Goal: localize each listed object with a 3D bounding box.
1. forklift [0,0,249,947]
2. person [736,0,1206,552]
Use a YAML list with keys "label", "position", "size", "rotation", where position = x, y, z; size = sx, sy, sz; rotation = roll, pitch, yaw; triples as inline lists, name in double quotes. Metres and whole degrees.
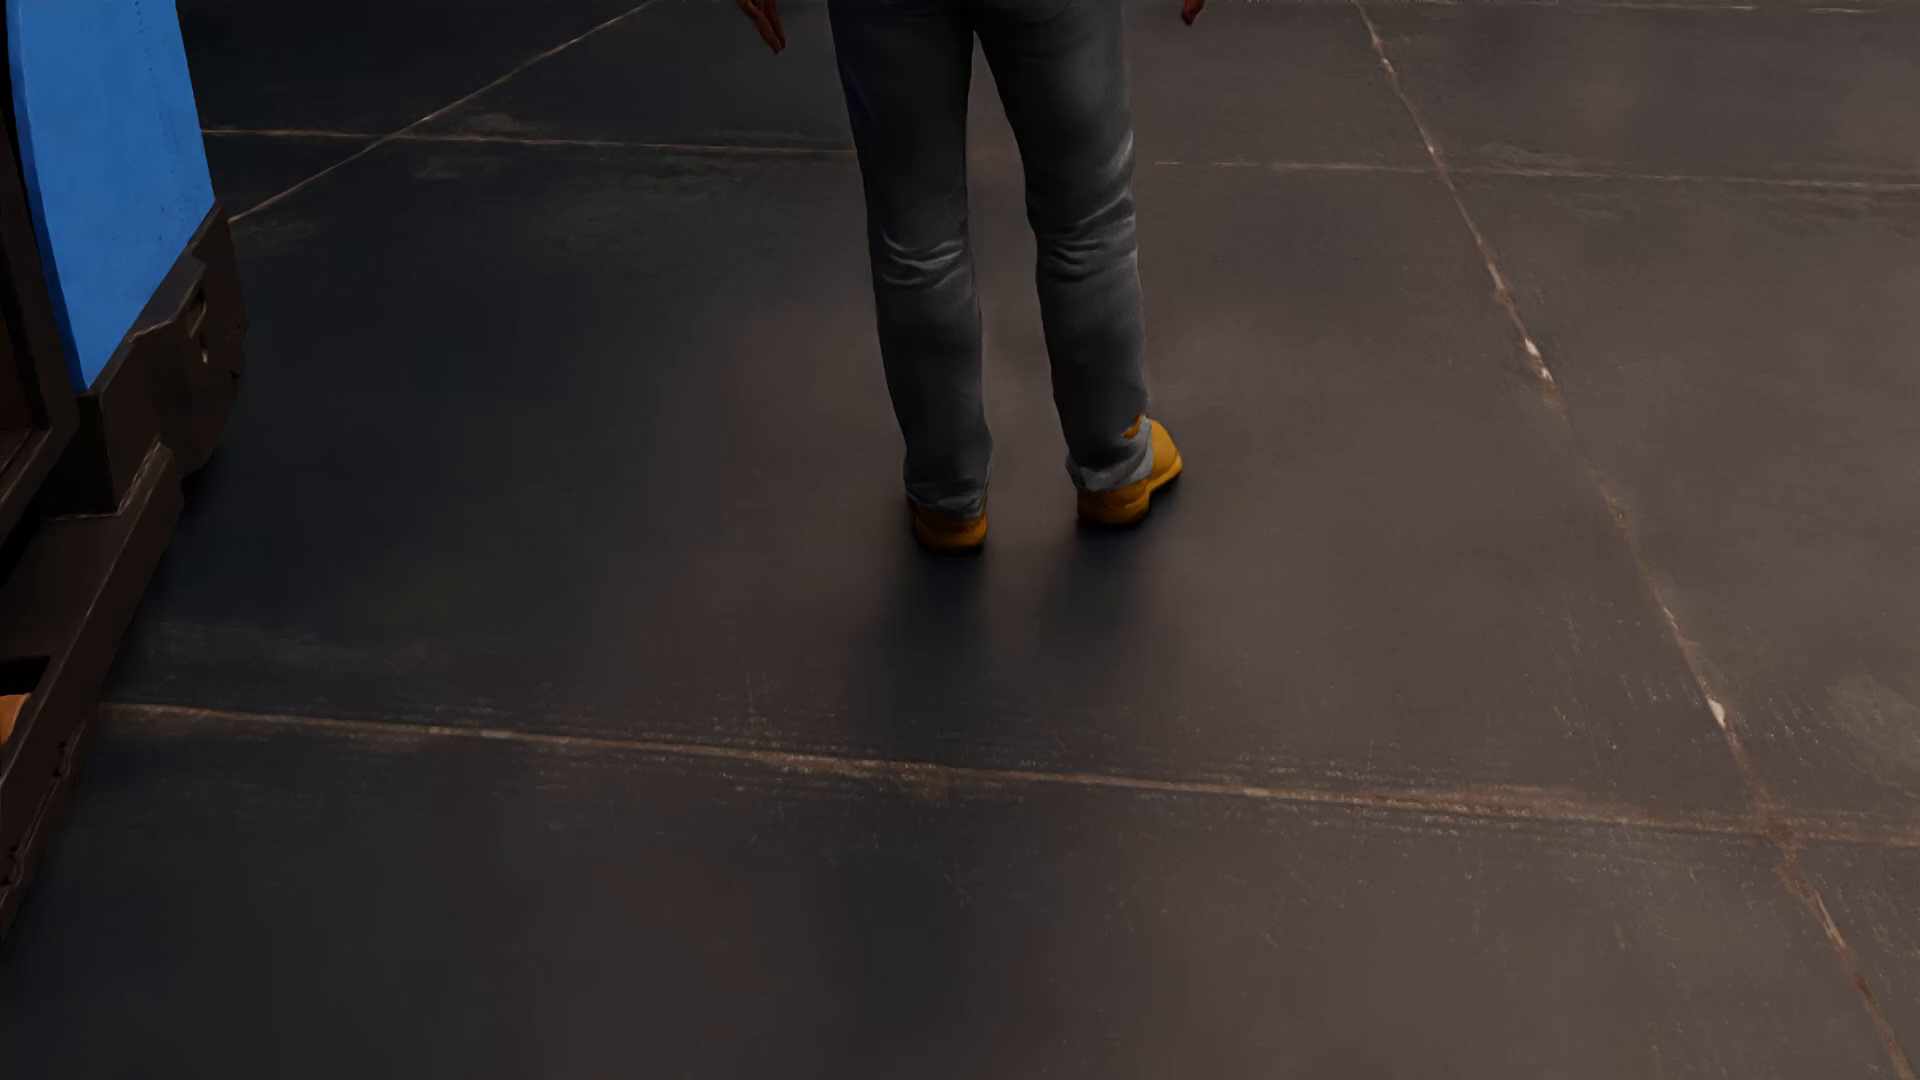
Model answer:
- label: "forklift"
  position: [-1.554, -0.982, 1.186]
  size: [1.130, 2.935, 3.031]
  rotation: [-6, 27, -11]
- label: "person"
  position: [0.015, -0.827, 2.163]
  size: [0.665, 1.766, 0.576]
  rotation: [3, 27, 7]
